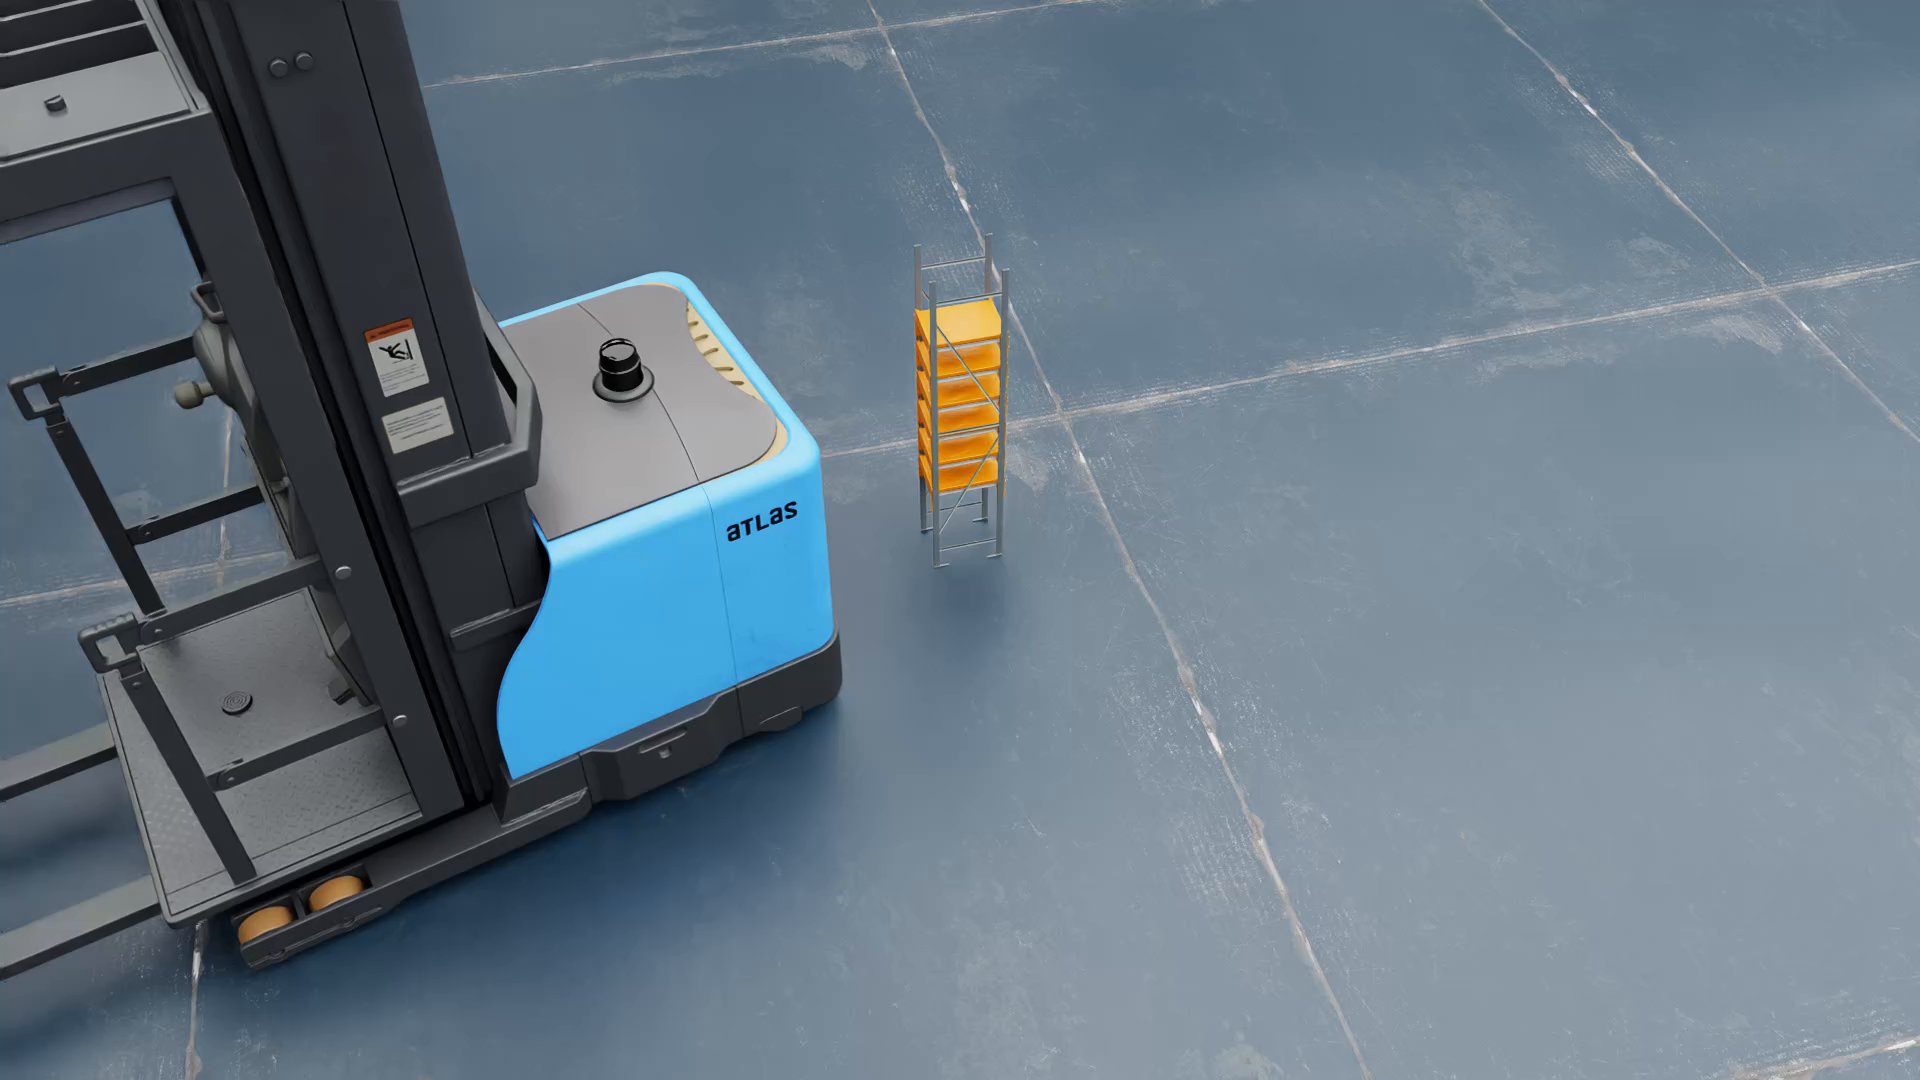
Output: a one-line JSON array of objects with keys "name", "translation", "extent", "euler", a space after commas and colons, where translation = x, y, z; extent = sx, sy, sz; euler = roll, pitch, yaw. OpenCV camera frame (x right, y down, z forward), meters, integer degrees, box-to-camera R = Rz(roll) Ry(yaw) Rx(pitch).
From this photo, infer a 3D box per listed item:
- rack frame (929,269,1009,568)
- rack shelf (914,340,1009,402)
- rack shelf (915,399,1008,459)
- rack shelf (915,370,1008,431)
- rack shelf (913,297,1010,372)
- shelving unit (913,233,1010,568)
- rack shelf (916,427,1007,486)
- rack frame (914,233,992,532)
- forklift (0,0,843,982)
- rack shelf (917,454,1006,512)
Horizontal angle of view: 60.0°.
[{"name": "rack frame", "translation": [0.027, -0.347, 5.250], "extent": [0.240, 1.200, 0.006], "euler": [-11, 47, -10]}, {"name": "rack shelf", "translation": [0.004, -0.547, 5.172], "extent": [0.258, 0.103, 0.180], "euler": [-11, 47, -10]}, {"name": "rack shelf", "translation": [0.004, -0.379, 5.343], "extent": [0.258, 0.103, 0.180], "euler": [-11, 47, -10]}, {"name": "rack shelf", "translation": [0.004, -0.463, 5.258], "extent": [0.258, 0.103, 0.180], "euler": [-11, 47, -10]}, {"name": "rack shelf", "translation": [0.004, -0.631, 5.086], "extent": [0.258, 0.103, 0.180], "euler": [-11, 47, -10]}, {"name": "shelving unit", "translation": [0.004, -0.410, 5.312], "extent": [0.258, 1.200, 0.189], "euler": [-11, 47, -10]}, {"name": "rack shelf", "translation": [0.004, -0.295, 5.429], "extent": [0.258, 0.103, 0.180], "euler": [-11, 47, -10]}, {"name": "rack frame", "translation": [-0.020, -0.473, 5.374], "extent": [0.240, 1.200, 0.006], "euler": [-11, 47, -10]}, {"name": "forklift", "translation": [-1.903, -0.289, 3.981], "extent": [3.031, 2.935, 1.130], "euler": [-23, 50, -21]}, {"name": "rack shelf", "translation": [0.004, -0.211, 5.515], "extent": [0.258, 0.103, 0.180], "euler": [-11, 47, -10]}]
